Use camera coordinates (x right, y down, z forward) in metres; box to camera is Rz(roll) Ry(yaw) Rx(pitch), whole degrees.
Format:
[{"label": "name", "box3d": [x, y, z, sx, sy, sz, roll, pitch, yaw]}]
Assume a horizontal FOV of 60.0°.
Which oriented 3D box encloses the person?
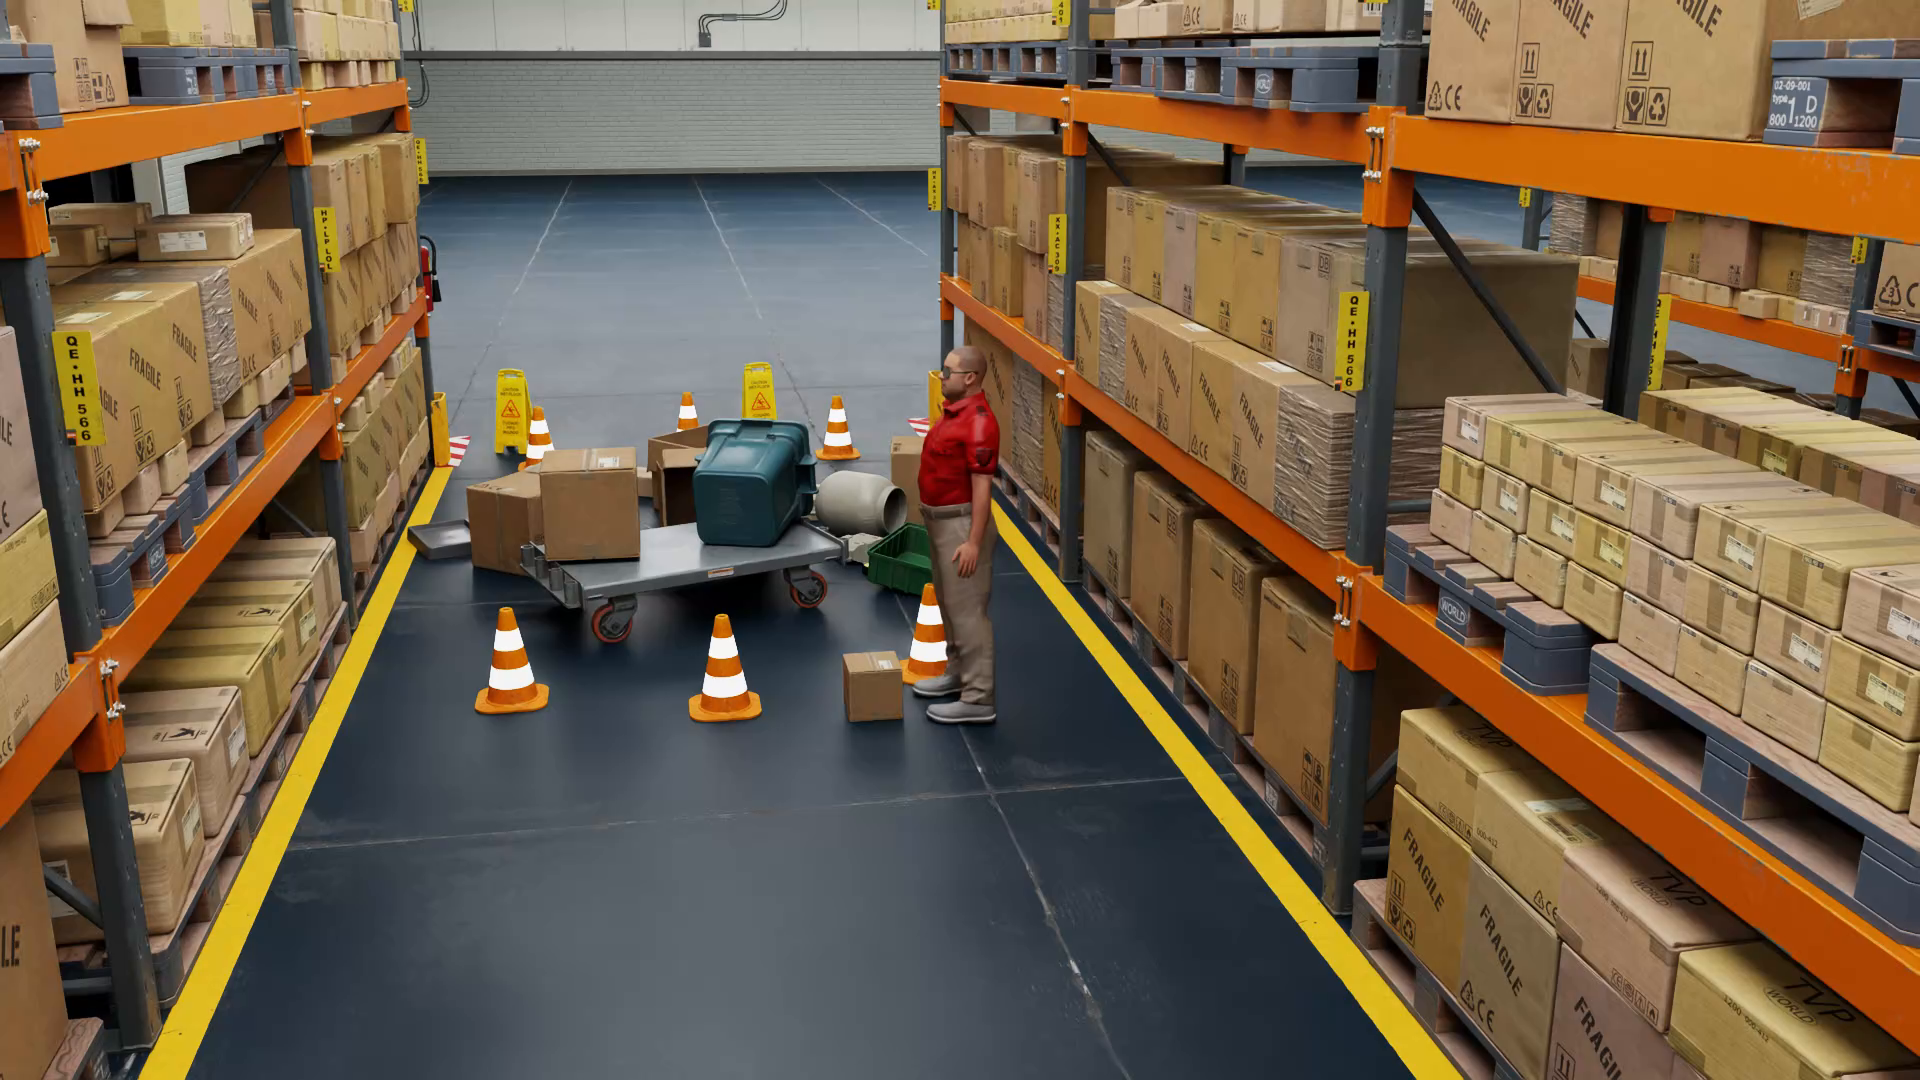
[{"label": "person", "box3d": [-0.020, -0.041, 7.697, 0.368, 1.723, 0.557, -3, 17, -10]}]
